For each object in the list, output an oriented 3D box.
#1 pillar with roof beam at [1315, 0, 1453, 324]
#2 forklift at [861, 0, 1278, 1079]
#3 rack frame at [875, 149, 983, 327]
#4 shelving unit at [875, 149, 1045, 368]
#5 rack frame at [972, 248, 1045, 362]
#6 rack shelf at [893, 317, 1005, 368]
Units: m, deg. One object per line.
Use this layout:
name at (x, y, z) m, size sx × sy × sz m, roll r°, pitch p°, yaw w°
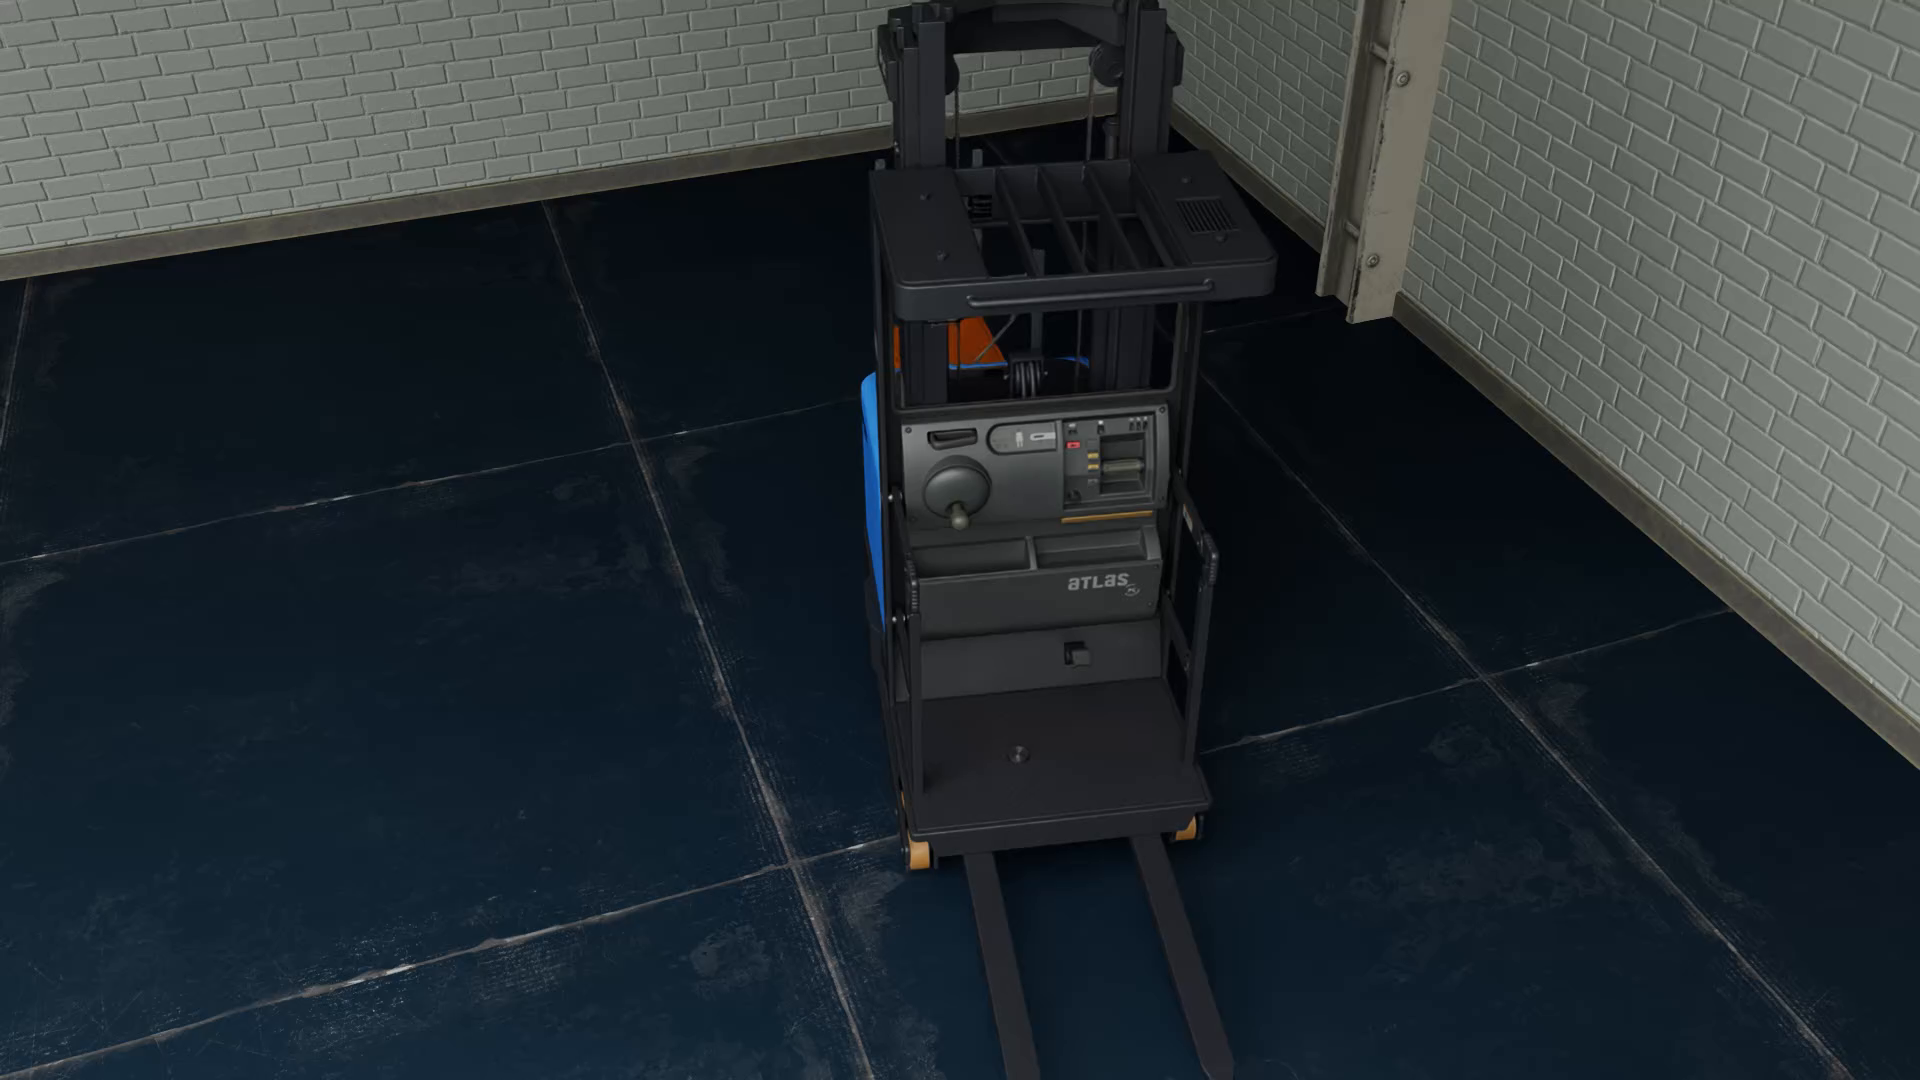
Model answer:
pillar with roof beam at (-1.769, -4.063, 5.665) m, size 9.100 × 9.000 × 0.400 m, roll -12°, pitch 39°, yaw -16°
forklift at (0.298, -0.186, 5.560) m, size 1.130 × 2.935 × 3.031 m, roll -5°, pitch 37°, yaw -7°
rack frame at (-0.140, -1.155, 8.036) m, size 0.500 × 1.500 × 0.032 m, roll -8°, pitch 38°, yaw -11°
shelving unit at (-0.016, -0.852, 7.635) m, size 0.587 × 1.500 × 1.083 m, roll -8°, pitch 38°, yaw -11°
rack frame at (0.103, -0.561, 7.248) m, size 0.500 × 1.500 × 0.032 m, roll -8°, pitch 38°, yaw -11°
rack shelf at (-0.018, -0.714, 7.750) m, size 0.538 × 0.185 × 1.000 m, roll -8°, pitch 38°, yaw -11°
